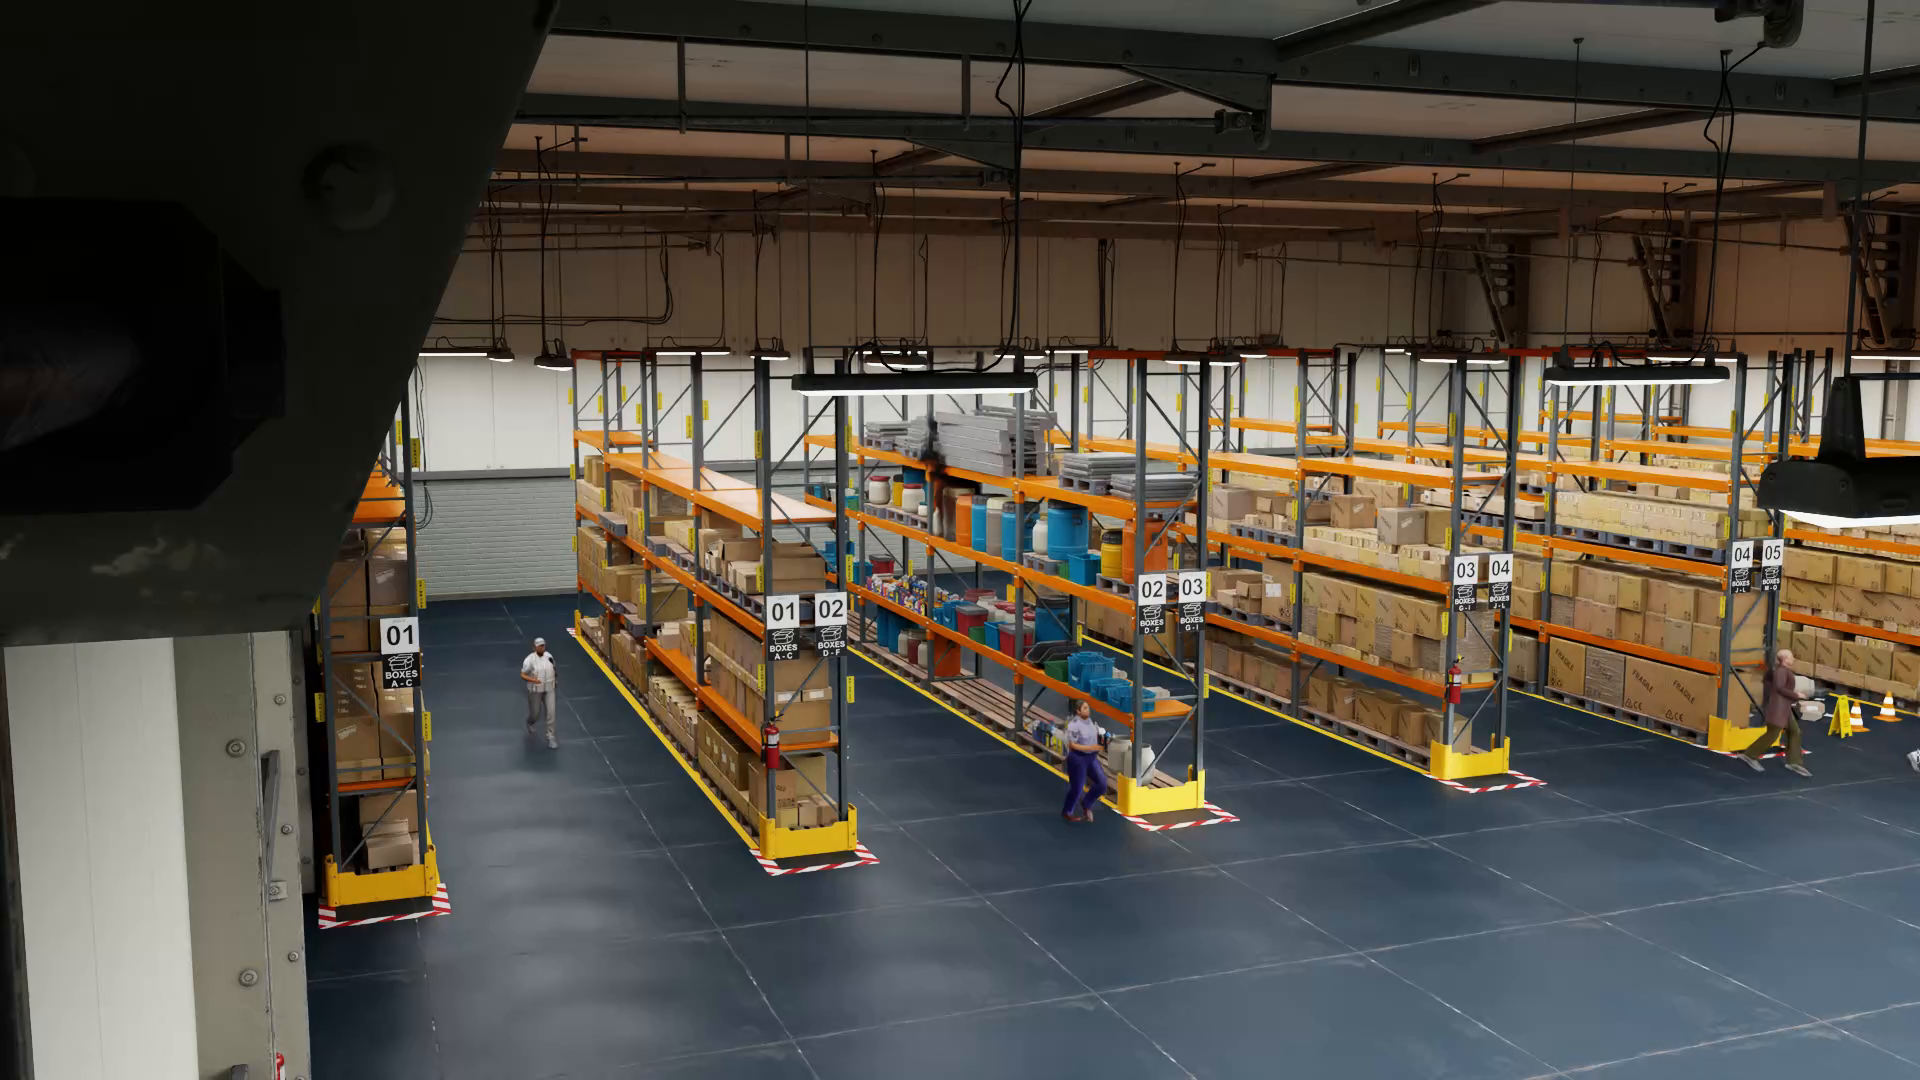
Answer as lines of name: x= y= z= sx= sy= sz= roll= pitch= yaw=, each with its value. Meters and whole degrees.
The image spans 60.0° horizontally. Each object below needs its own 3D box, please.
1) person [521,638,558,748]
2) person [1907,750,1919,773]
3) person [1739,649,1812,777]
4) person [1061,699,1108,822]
person: x=-6.459 y=2.325 z=25.631 sx=0.608 sy=1.662 sz=0.903 roll=-5 pitch=9 yaw=-33
person: x=13.708 y=2.567 z=23.446 sx=0.604 sy=1.742 sz=0.656 roll=3 pitch=8 yaw=21
person: x=11.824 y=2.492 z=24.002 sx=0.958 sy=1.753 sz=0.740 roll=4 pitch=8 yaw=27
person: x=1.610 y=2.860 z=21.459 sx=0.647 sy=1.630 sz=0.584 roll=7 pitch=10 yaw=43
